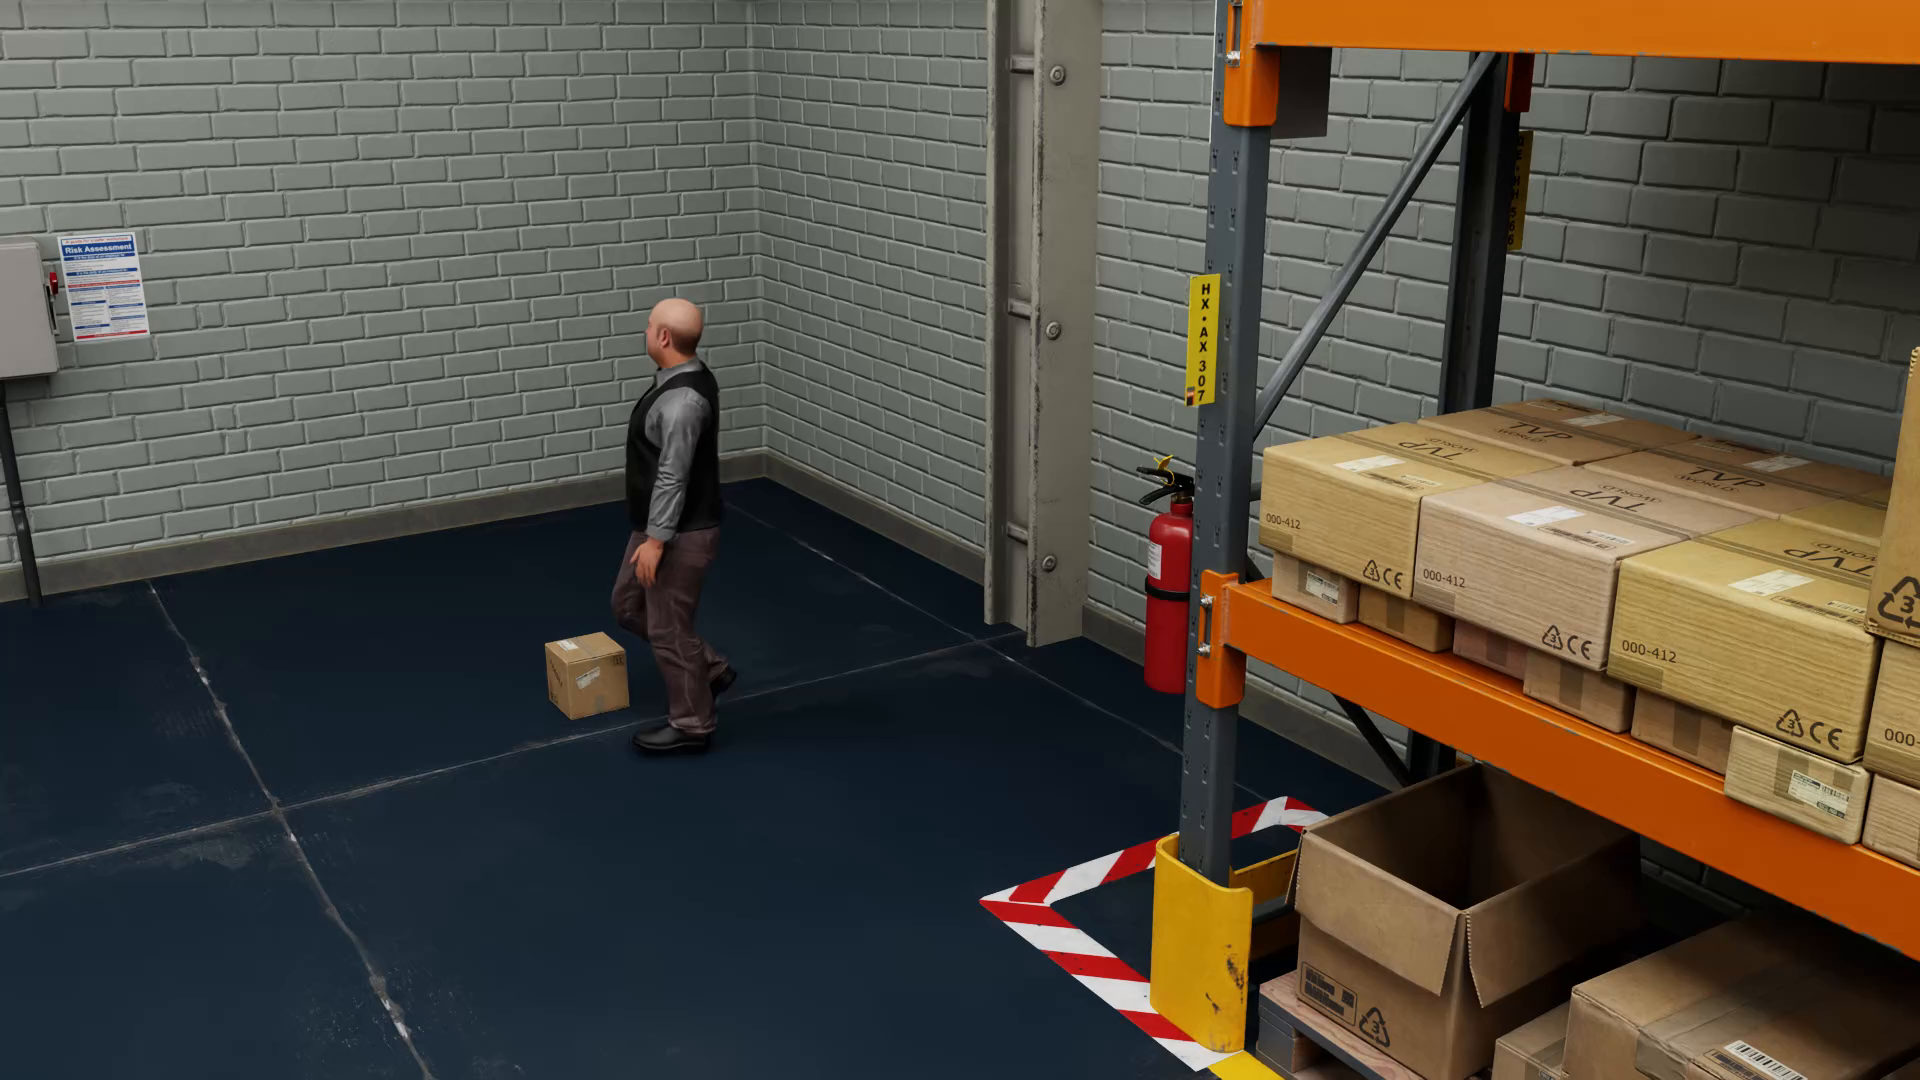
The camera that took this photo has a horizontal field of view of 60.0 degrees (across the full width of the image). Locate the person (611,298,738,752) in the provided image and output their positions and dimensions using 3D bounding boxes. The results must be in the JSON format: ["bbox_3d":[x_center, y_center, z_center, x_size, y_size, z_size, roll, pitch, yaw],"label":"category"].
[{"bbox_3d":[-1.077,-0.040,6.162,0.468,1.713,0.551,-4,18,-11],"label":"person"}]
